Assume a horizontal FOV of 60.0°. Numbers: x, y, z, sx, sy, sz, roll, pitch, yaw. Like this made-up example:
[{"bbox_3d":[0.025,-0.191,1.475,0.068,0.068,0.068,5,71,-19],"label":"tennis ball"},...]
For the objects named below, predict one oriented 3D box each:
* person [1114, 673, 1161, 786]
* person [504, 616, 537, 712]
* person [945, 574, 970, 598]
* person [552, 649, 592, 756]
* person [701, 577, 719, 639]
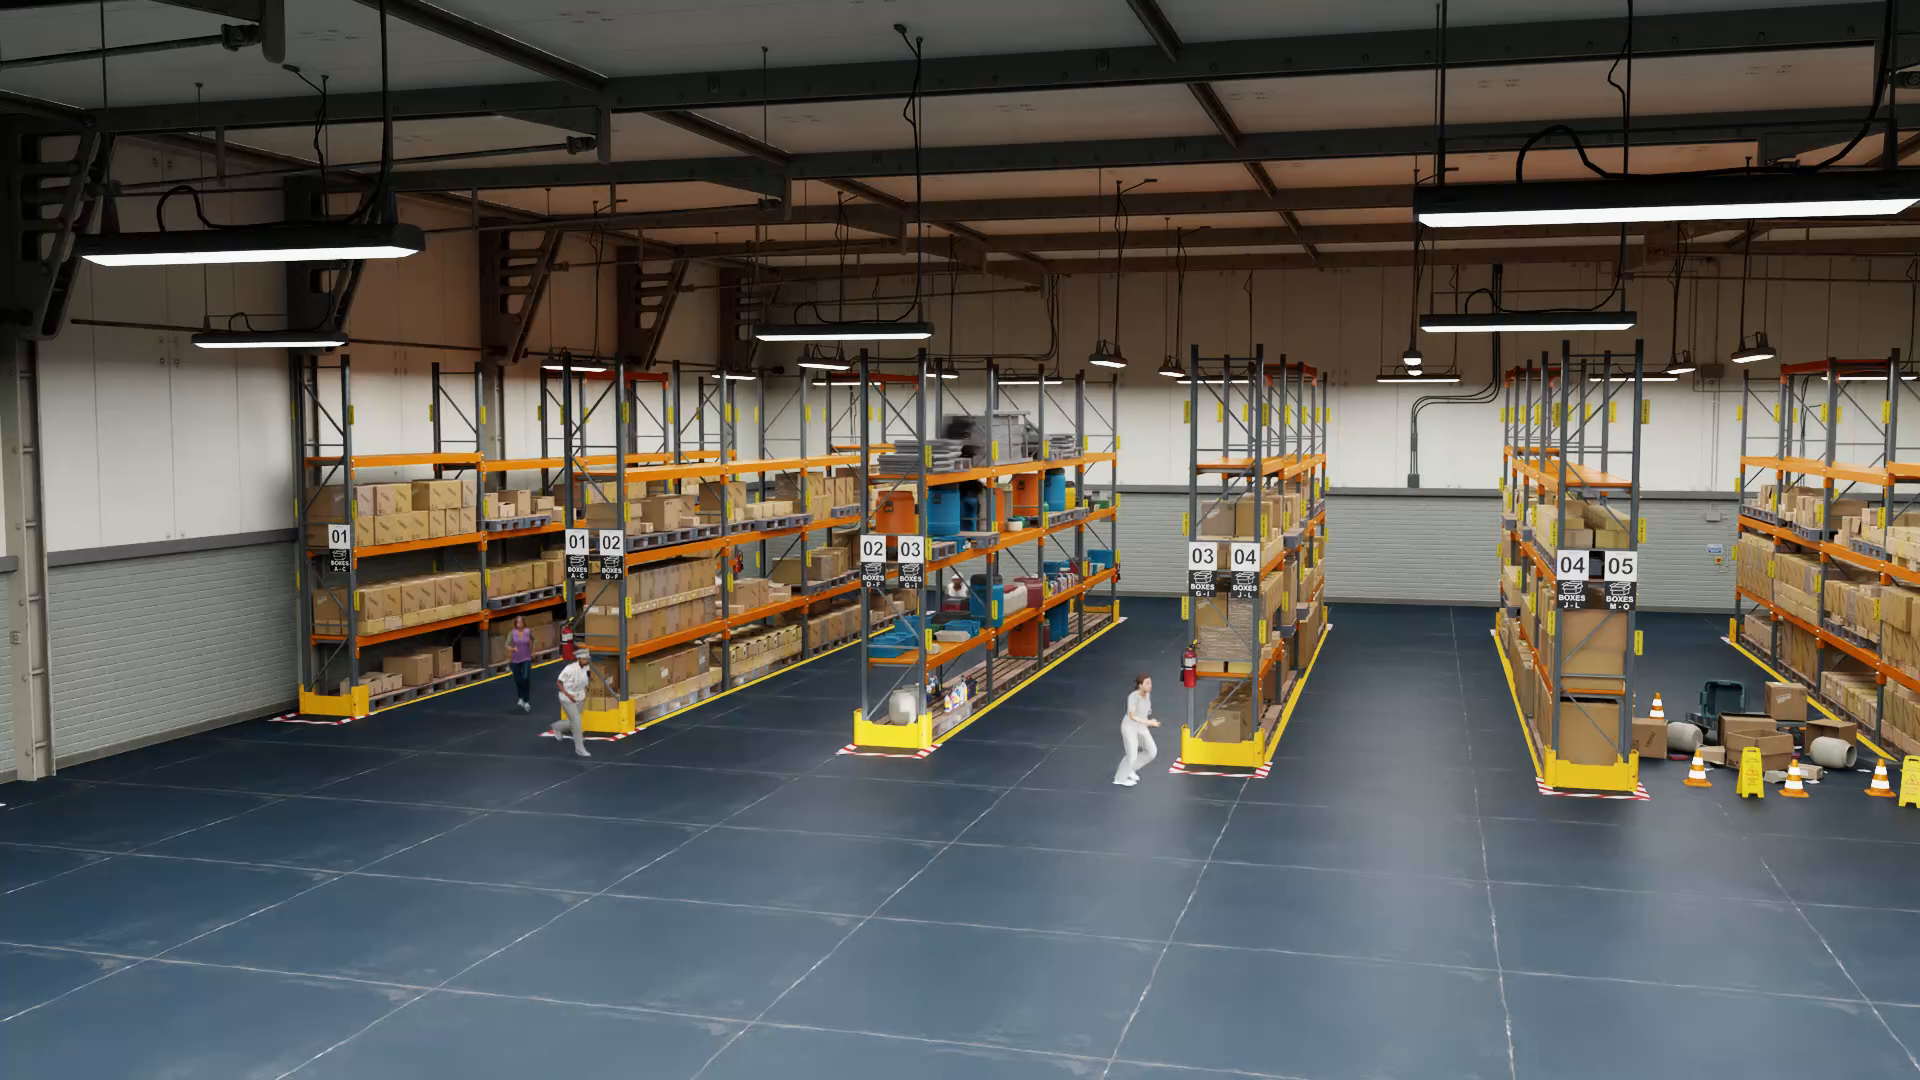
[{"bbox_3d":[2.395,2.551,22.309,0.756,1.562,0.557,4,6,44],"label":"person"},{"bbox_3d":[-7.461,2.090,28.226,0.514,1.631,0.708,-1,4,-9],"label":"person"},{"bbox_3d":[-0.003,1.530,35.196,0.682,1.710,0.812,1,4,12],"label":"person"},{"bbox_3d":[-5.775,2.386,24.575,0.867,1.633,0.573,4,6,41],"label":"person"},{"bbox_3d":[-5.633,1.399,37.325,0.522,1.684,0.797,0,4,6],"label":"person"}]
